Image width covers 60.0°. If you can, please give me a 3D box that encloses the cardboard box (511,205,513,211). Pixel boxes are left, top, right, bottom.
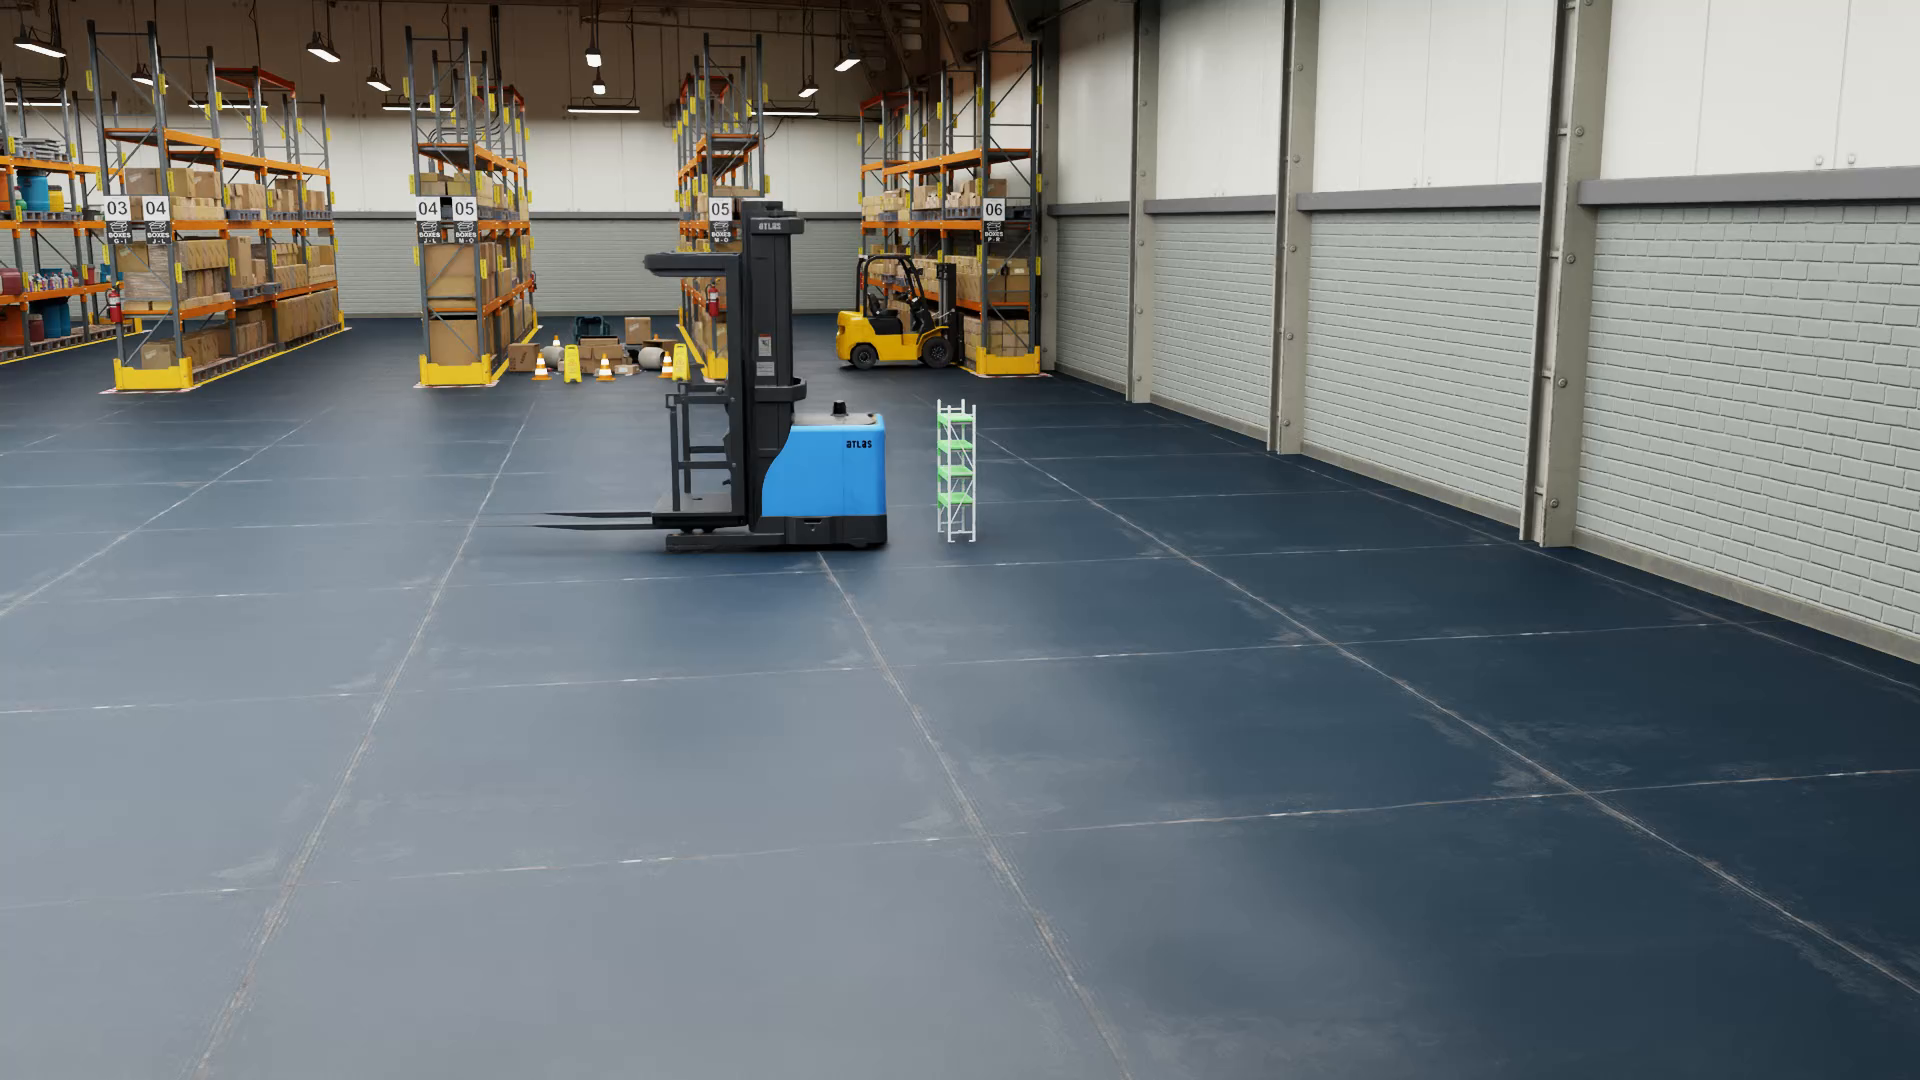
[{"bbox_3d":[-10.316,-7.410,37.315,0.500,0.500,0.500,-2,11,-11],"label":"cardboard box"}]

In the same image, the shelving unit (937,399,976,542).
[{"bbox_3d":[-0.032,-0.620,14.744,0.258,1.200,0.503,-2,11,-11],"label":"shelving unit"}]

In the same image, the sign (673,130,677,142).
[{"bbox_3d":[-7.628,-10.812,44.512,0.100,0.325,0.005,-2,11,-11],"label":"sign"}]

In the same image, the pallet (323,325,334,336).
[{"bbox_3d":[-16.337,-5.250,41.714,1.003,0.211,1.213,-2,11,-11],"label":"pallet"}]

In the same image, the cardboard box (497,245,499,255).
[{"bbox_3d":[-10.083,-5.952,35.005,0.700,0.500,0.500,-2,11,-12],"label":"cardboard box"}]

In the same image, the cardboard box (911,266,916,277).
[{"bbox_3d":[-0.836,-6.142,38.007,0.500,0.250,0.500,-2,11,-11],"label":"cardboard box"}]

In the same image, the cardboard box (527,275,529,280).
[{"bbox_3d":[-11.430,-6.837,43.269,0.380,0.149,0.250,-2,11,-9],"label":"cardboard box"}]

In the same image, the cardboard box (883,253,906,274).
[{"bbox_3d":[-1.561,-6.953,41.816,0.700,0.500,0.500,-2,11,-10],"label":"cardboard box"}]

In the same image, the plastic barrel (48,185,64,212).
[{"bbox_3d":[-20.507,-7.685,37.403,0.600,0.588,0.600,0,11,0],"label":"plastic barrel"}]

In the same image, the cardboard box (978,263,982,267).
[{"bbox_3d":[0.543,-5.210,31.249,0.380,0.149,0.250,-2,11,-11],"label":"cardboard box"}]

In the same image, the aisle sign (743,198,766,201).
[{"bbox_3d":[-3.654,-5.690,29.614,0.394,0.787,0.004,-2,11,-11],"label":"aisle sign"}]

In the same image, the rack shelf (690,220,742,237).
[{"bbox_3d":[-5.137,-6.633,35.426,1.077,0.370,4.000,-2,11,-11],"label":"rack shelf"}]

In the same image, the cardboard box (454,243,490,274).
[{"bbox_3d":[-9.013,-5.093,30.143,0.875,0.550,0.550,-2,11,-11],"label":"cardboard box"}]

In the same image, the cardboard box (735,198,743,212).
[{"bbox_3d":[-3.807,-6.061,30.099,0.500,0.250,0.500,-2,11,-12],"label":"cardboard box"}]

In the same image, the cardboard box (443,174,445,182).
[{"bbox_3d":[-9.400,-6.447,29.672,0.380,0.149,0.250,-2,11,-11],"label":"cardboard box"}]

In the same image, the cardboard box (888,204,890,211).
[{"bbox_3d":[-1.567,-8.144,40.720,0.380,0.149,0.250,-2,11,-12],"label":"cardboard box"}]

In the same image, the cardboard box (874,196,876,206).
[{"bbox_3d":[-1.968,-8.856,43.450,0.500,0.250,0.500,-2,11,-10],"label":"cardboard box"}]

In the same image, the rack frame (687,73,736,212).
[{"bbox_3d":[-5.526,-8.827,37.006,1.000,3.000,0.127,-2,11,-11],"label":"rack frame"}]

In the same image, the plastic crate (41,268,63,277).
[{"bbox_3d":[-21.309,-6.168,38.962,0.392,0.384,0.575,-2,11,-11],"label":"plastic crate"}]

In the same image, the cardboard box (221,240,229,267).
[{"bbox_3d":[-14.111,-5.400,31.307,0.500,0.500,0.500,-2,11,-11],"label":"cardboard box"}]

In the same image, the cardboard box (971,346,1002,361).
[{"bbox_3d":[0.497,-3.524,31.420,0.500,0.250,0.500,-2,11,-11],"label":"cardboard box"}]

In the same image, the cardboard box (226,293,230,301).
[{"bbox_3d":[-14.139,-4.634,31.691,0.380,0.149,0.250,-2,11,-11],"label":"cardboard box"}]

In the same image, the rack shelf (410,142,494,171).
[{"bbox_3d":[-9.195,-6.978,30.286,1.077,0.370,4.000,-2,11,-11],"label":"rack shelf"}]

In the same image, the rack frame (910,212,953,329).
[{"bbox_3d":[-0.658,-6.061,38.519,1.000,3.000,0.127,-2,11,-11],"label":"rack frame"}]

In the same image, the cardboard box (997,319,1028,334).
[{"bbox_3d":[0.990,-4.036,31.433,0.500,0.250,0.500,-2,11,-12],"label":"cardboard box"}]

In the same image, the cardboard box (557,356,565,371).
[{"bbox_3d":[-7.443,-3.356,31.620,0.396,0.266,0.258,0,11,-1],"label":"cardboard box"}]

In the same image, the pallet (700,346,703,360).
[{"bbox_3d":[-4.901,-3.919,34.723,1.003,0.211,1.213,-2,11,-11],"label":"pallet"}]

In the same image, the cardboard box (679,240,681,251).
[{"bbox_3d":[-7.268,-7.789,44.656,0.500,0.500,0.500,-2,11,-12],"label":"cardboard box"}]

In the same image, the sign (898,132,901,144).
[{"bbox_3d":[-1.665,-11.029,45.651,0.100,0.325,0.005,-2,11,-11],"label":"sign"}]

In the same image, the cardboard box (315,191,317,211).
[{"bbox_3d":[-16.658,-8.564,41.988,0.700,0.500,0.500,-3,11,-13],"label":"cardboard box"}]

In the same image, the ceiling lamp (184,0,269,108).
[{"bbox_3d":[-19.713,-13.205,44.397,2.000,3.185,0.800,-2,11,-11],"label":"ceiling lamp"}]

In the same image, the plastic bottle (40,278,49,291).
[{"bbox_3d":[-20.142,-5.624,36.554,0.152,0.276,0.135,-2,11,-11],"label":"plastic bottle"}]

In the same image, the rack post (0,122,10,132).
[{"bbox_3d":[-20.353,-8.679,34.850,0.624,0.289,0.986,-2,11,-11],"label":"rack post"}]

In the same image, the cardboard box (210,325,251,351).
[{"bbox_3d":[-14.751,-4.078,33.609,0.700,0.500,0.500,-3,11,-16],"label":"cardboard box"}]

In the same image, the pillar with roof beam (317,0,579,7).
[{"bbox_3d":[-13.921,-14.829,45.273,6.894,0.400,0.400,-2,11,-11],"label":"pillar with roof beam"}]

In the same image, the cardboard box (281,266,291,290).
[{"bbox_3d":[-15.280,-5.856,37.174,0.500,0.500,0.500,-2,11,-12],"label":"cardboard box"}]

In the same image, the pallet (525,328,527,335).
[{"bbox_3d":[-11.305,-5.167,41.279,1.003,0.211,1.213,-2,11,-11],"label":"pallet"}]

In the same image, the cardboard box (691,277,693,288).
[{"bbox_3d":[-5.879,-5.890,38.018,0.500,0.250,0.500,-3,11,-13],"label":"cardboard box"}]

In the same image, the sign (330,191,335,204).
[{"bbox_3d":[-16.268,-8.874,43.116,0.100,0.325,0.005,-2,11,-11],"label":"sign"}]

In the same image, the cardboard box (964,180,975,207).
[{"bbox_3d":[0.472,-6.636,31.857,0.700,0.500,0.500,-2,11,-11],"label":"cardboard box"}]

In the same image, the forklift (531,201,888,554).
[{"bbox_3d":[-2.163,-1.425,14.346,3.031,2.935,1.130,-1,11,-4],"label":"forklift"}]

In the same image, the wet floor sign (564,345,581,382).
[{"bbox_3d":[-6.858,-3.124,29.385,0.267,0.644,0.232,-4,12,-21],"label":"wet floor sign"}]

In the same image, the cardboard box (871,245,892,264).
[{"bbox_3d":[-2.098,-7.601,44.209,0.500,0.500,0.500,-2,11,-10],"label":"cardboard box"}]

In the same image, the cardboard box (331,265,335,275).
[{"bbox_3d":[-16.448,-6.980,42.952,0.500,0.250,0.500,-2,11,-12],"label":"cardboard box"}]

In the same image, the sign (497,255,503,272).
[{"bbox_3d":[-9.040,-5.432,32.688,0.100,0.325,0.005,-2,11,-11],"label":"sign"}]

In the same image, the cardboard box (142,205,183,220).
[{"bbox_3d":[-13.531,-5.550,28.212,0.500,0.250,0.500,-2,11,-9],"label":"cardboard box"}]

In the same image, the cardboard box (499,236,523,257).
[{"bbox_3d":[-10.989,-7.193,40.729,0.500,0.500,0.500,-2,11,-10],"label":"cardboard box"}]

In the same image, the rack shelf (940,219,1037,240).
[{"bbox_3d":[0.509,-6.081,32.524,1.077,0.370,4.000,-2,11,-11],"label":"rack shelf"}]

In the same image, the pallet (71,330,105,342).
[{"bbox_3d":[-21.064,-4.837,39.543,1.003,0.211,1.213,-2,11,-11],"label":"pallet"}]

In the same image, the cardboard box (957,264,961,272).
[{"bbox_3d":[0.145,-5.391,32.998,0.380,0.149,0.250,-2,11,-13],"label":"cardboard box"}]
